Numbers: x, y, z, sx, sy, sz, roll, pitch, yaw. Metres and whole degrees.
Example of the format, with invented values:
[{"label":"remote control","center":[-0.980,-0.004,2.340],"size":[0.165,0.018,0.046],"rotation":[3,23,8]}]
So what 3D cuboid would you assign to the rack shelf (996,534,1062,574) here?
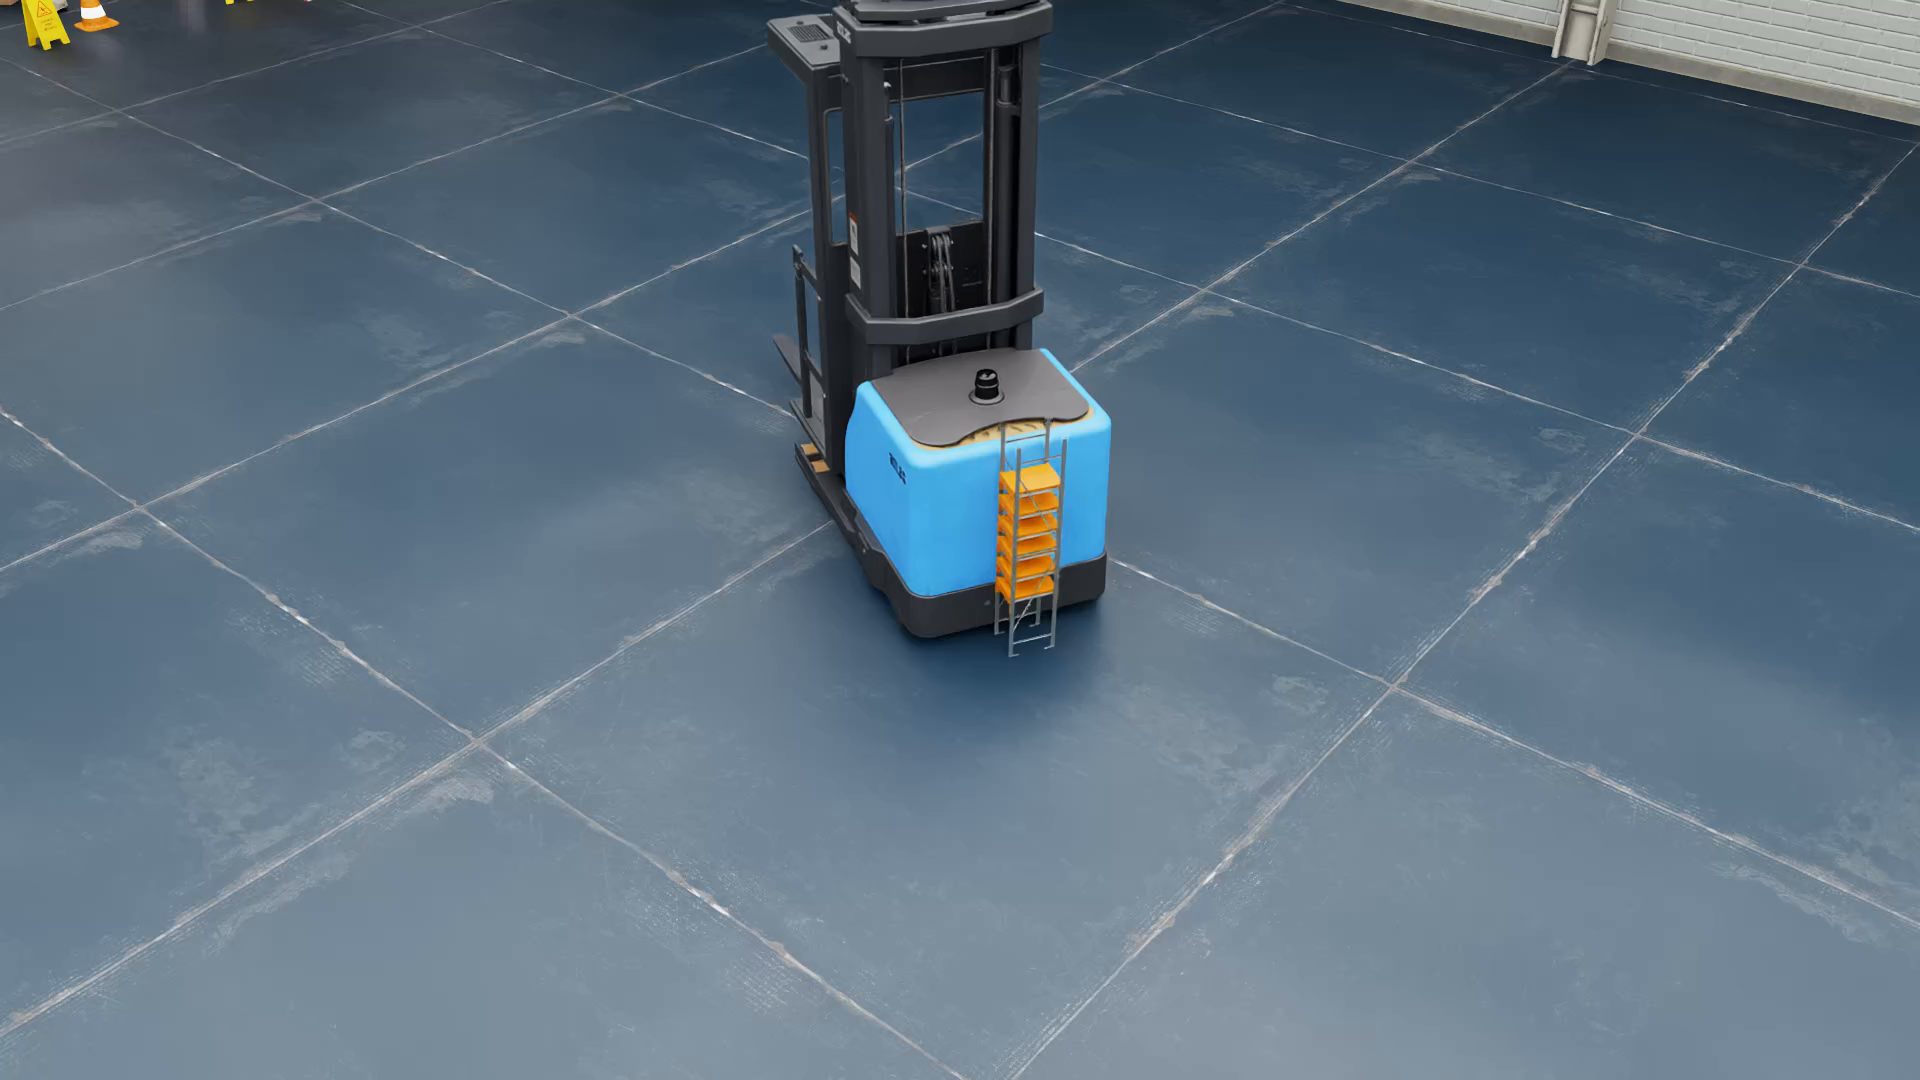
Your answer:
[{"label":"rack shelf","center":[0.320,0.044,7.781],"size":[0.258,0.103,0.180],"rotation":[-12,38,-17]}]

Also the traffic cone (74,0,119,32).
[{"label":"traffic cone","center":[-8.347,-5.170,15.951],"size":[0.334,0.463,0.336],"rotation":[25,42,32]}]

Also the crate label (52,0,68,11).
[{"label":"crate label","center":[-8.991,-5.293,16.419],"size":[0.298,0.136,0.250],"rotation":[6,35,8]}]

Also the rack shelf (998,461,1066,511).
[{"label":"rack shelf","center":[0.325,-0.246,7.567],"size":[0.258,0.103,0.180],"rotation":[-12,38,-17]}]

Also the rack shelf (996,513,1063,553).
[{"label":"rack shelf","center":[0.322,-0.053,7.710],"size":[0.258,0.103,0.180],"rotation":[-12,38,-17]}]

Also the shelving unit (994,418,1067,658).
[{"label":"shelving unit","center":[0.321,0.008,7.755],"size":[0.258,1.200,0.189],"rotation":[-12,38,-17]}]

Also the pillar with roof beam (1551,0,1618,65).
[{"label":"pillar with roof beam","center":[2.940,-6.286,10.036],"size":[0.400,9.000,9.100],"rotation":[25,42,32]}]

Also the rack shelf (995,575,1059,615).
[{"label":"rack shelf","center":[0.317,0.237,7.924],"size":[0.258,0.103,0.180],"rotation":[-12,38,-17]}]

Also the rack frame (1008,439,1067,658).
[{"label":"rack frame","center":[0.354,0.059,7.687],"size":[0.240,1.200,0.006],"rotation":[-12,38,-17]}]

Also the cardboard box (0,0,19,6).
[{"label":"cardboard box","center":[-9.712,-5.733,16.735],"size":[0.637,0.503,0.797],"rotation":[0,34,0]}]

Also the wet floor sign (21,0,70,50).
[{"label":"wet floor sign","center":[-8.543,-4.917,15.422],"size":[0.232,0.644,0.267],"rotation":[18,38,24]}]

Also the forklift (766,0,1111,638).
[{"label":"forklift","center":[-0.285,-1.565,8.521],"size":[1.130,2.935,3.031],"rotation":[-13,36,-18]}]

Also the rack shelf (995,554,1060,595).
[{"label":"rack shelf","center":[0.319,0.140,7.853],"size":[0.258,0.103,0.180],"rotation":[-12,38,-17]}]

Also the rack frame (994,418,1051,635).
[{"label":"rack frame","center":[0.288,-0.043,7.824],"size":[0.240,1.200,0.006],"rotation":[-12,38,-17]}]

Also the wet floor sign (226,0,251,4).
[{"label":"wet floor sign","center":[-7.281,-5.722,16.594],"size":[0.267,0.644,0.232],"rotation":[-18,38,-25]}]

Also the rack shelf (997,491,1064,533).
[{"label":"rack shelf","center":[0.324,-0.149,7.639],"size":[0.258,0.103,0.180],"rotation":[-12,38,-17]}]
